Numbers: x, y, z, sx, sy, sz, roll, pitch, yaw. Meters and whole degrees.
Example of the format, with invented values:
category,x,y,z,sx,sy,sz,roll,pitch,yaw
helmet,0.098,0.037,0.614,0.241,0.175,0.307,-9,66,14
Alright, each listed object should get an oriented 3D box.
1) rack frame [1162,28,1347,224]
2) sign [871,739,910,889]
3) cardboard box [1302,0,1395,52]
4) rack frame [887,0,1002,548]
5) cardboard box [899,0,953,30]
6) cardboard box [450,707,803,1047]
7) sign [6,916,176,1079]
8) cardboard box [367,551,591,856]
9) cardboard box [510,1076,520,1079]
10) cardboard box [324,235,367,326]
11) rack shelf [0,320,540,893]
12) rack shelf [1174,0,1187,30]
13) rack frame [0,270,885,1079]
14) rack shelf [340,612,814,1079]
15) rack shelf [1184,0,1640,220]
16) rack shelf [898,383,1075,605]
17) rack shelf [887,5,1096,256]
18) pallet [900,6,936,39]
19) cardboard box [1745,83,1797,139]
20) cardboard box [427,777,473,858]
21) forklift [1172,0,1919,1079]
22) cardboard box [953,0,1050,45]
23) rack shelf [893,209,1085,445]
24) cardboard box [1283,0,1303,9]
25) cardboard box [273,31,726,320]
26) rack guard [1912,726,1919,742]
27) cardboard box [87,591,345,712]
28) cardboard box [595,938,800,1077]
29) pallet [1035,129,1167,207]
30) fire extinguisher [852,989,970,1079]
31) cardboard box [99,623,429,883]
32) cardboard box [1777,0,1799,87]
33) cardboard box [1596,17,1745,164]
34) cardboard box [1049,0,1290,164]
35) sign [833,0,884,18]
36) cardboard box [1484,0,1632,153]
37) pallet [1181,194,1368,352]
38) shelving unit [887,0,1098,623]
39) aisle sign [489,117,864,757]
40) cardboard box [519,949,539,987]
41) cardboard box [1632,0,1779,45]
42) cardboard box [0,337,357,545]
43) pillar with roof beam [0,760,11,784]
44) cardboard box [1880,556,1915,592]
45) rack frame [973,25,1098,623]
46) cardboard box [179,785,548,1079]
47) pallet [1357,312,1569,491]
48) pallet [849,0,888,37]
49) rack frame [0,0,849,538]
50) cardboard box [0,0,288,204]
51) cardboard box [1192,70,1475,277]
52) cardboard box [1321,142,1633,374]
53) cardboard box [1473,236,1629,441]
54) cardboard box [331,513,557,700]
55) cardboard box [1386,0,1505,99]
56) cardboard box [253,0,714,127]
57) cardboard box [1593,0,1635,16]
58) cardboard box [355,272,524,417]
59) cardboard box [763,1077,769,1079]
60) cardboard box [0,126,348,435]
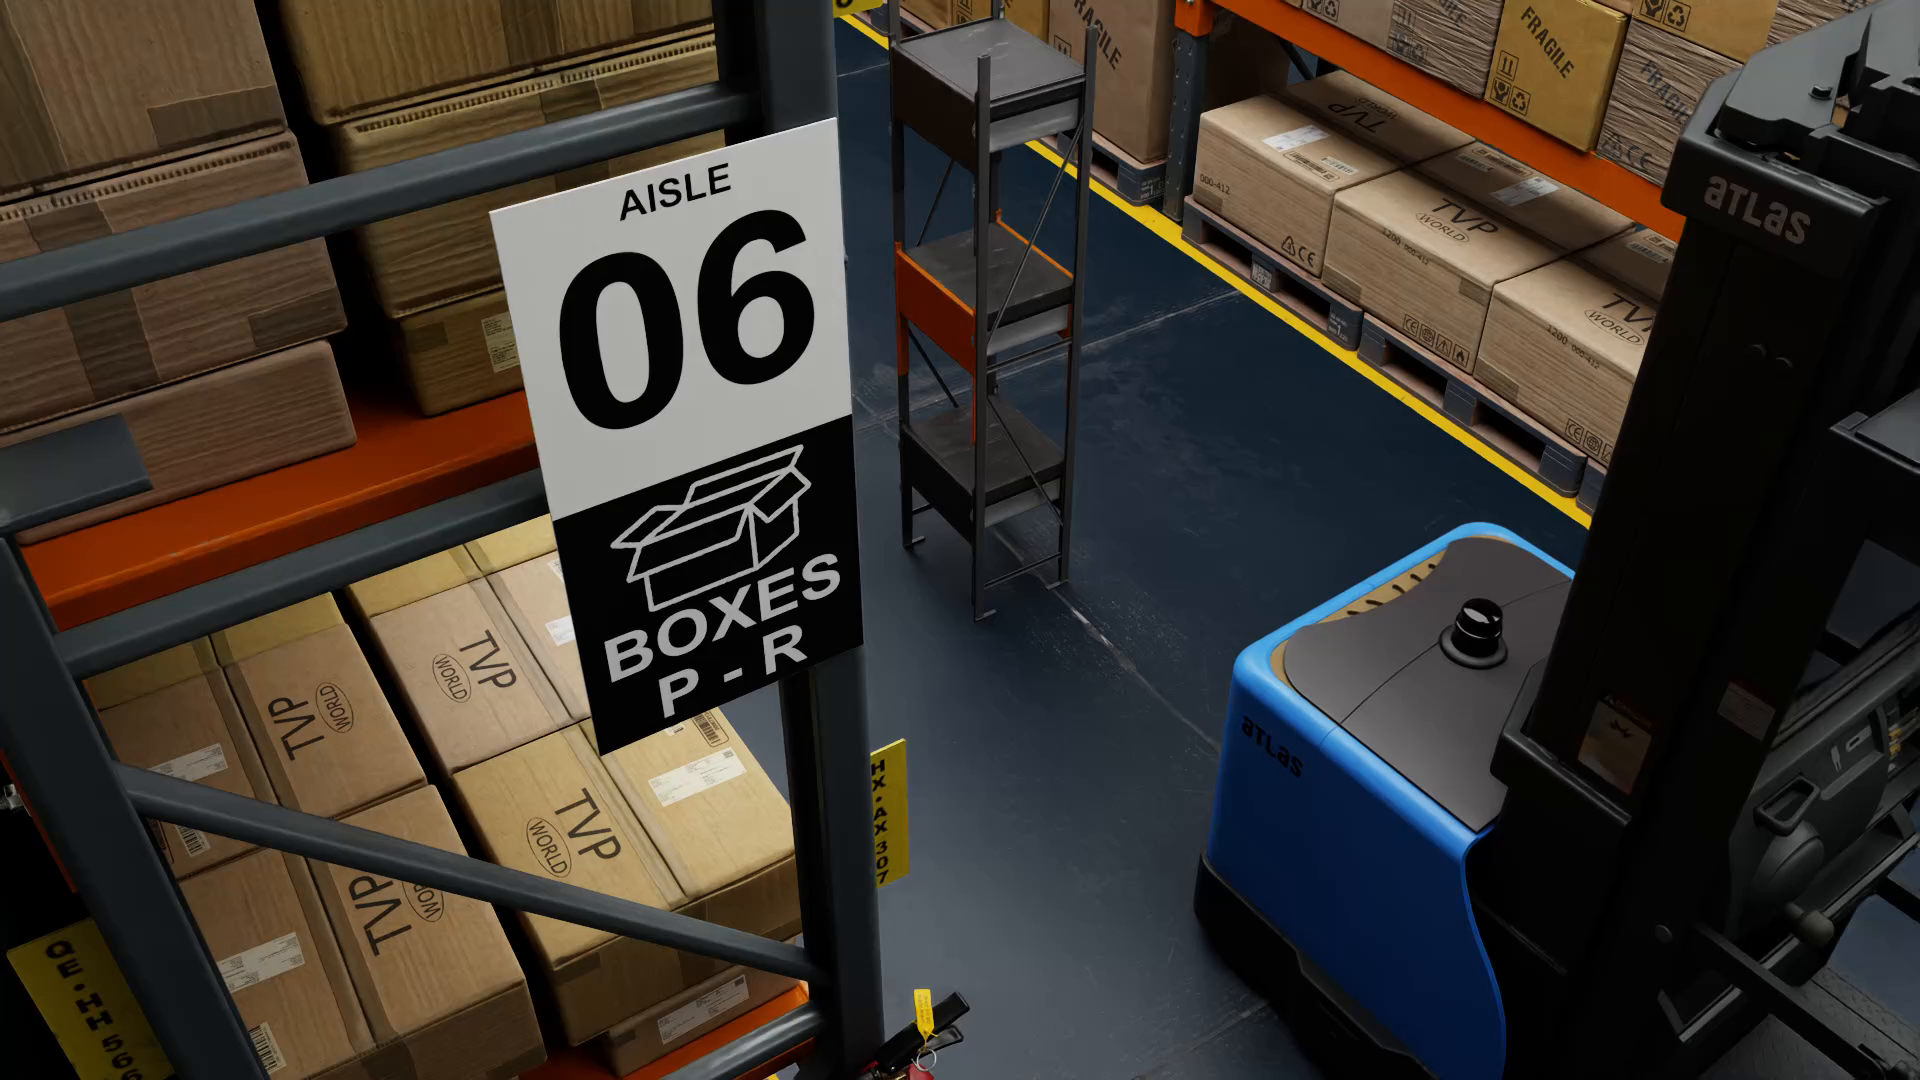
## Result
category,x,y,z,sx,sy,sz,roll,pitch,yaw
rack frame,1.447,-2.897,7.383,1.000,3.000,0.127,-22,45,-24
sign,-0.128,0.453,2.687,0.100,0.325,0.005,-22,45,-24
cardboard box,1.745,-2.319,6.612,0.500,0.500,0.500,-22,45,-24
rack frame,-0.042,-0.849,5.629,0.400,2.100,0.015,-22,45,-24
cardboard box,0.073,-3.517,9.459,0.875,0.875,0.875,-22,44,-24
cardboard box,-0.602,0.578,3.098,0.500,0.250,0.500,-22,45,-24
sign,-1.064,0.587,2.051,0.100,0.325,0.005,-22,45,-24
cardboard box,-0.874,0.306,3.424,0.500,0.250,0.500,-22,44,-24
cardboard box,-0.990,0.983,2.924,0.380,0.149,0.250,-23,45,-25
cardboard box,-0.724,-0.468,2.321,0.380,0.149,0.250,-21,44,-24
rack shelf,-1.661,-0.983,3.305,1.077,0.370,4.000,-22,45,-24
rack shelf,0.371,-3.700,8.909,1.077,0.370,4.000,-22,45,-24
rack frame,-0.586,0.973,2.740,1.000,3.000,0.127,-22,45,-24
rack shelf,-1.661,0.170,4.265,1.077,0.370,4.000,-22,45,-24
rack shelf,2.522,-1.541,6.318,1.077,0.370,4.000,-22,45,-24
rack shelf,0.089,-0.169,5.927,0.431,0.518,0.480,-22,45,-24
rack shelf,0.089,-1.245,5.031,0.431,0.518,0.480,-22,45,-24
pallet,0.308,-2.875,9.536,1.003,0.211,1.213,-22,45,-24
cardboard box,2.858,-1.222,5.295,0.500,0.500,0.500,-23,45,-25
cardboard box,-0.877,0.546,3.448,0.380,0.149,0.250,-23,45,-25
forklift,1.907,0.518,3.338,1.130,2.935,3.031,-25,46,-27
cardboard box,0.554,-3.034,8.880,0.875,0.875,0.875,-21,44,-23
rack shelf,0.089,-0.707,5.479,0.431,0.518,0.480,-22,45,-24
cardboard box,1.478,-2.592,6.939,0.500,0.500,0.500,-21,44,-23
cardboard box,-0.594,-0.570,2.132,0.500,0.250,0.500,-23,45,-25
rack guard,3.610,0.235,5.577,1.175,0.500,0.348,-22,45,-24
cardboard box,-1.595,0.211,3.538,0.500,0.250,0.500,-21,44,-23
cardboard box,-0.531,0.797,3.146,0.380,0.149,0.250,-23,45,-25
pallet,0.968,-2.216,8.745,1.003,0.211,1.213,-22,45,-24
fire extinguisher,-0.117,1.066,2.979,0.296,0.674,0.183,-22,45,-24
cardboard box,-1.333,0.480,3.215,0.500,0.250,0.500,-22,45,-24
cardboard box,2.832,-1.611,4.981,0.500,0.500,0.500,-22,45,-24
cardboard box,2.573,-1.496,5.624,0.500,0.500,0.500,-21,44,-23
cardboard box,1.046,-2.549,8.298,0.875,0.875,0.875,-21,44,-23
sign,-0.128,-0.702,1.724,0.100,0.325,0.005,-22,45,-24
cardboard box,2.284,-1.770,5.953,0.500,0.500,0.500,-21,44,-23
pallet,1.790,-1.388,7.751,1.003,0.211,1.213,-22,45,-24
shelving unit,0.089,-0.717,5.471,0.431,2.100,0.503,-22,45,-24
aisle sign,-0.301,-0.090,1.985,0.394,0.787,0.004,-22,45,-24
cardboard box,-0.707,0.676,3.292,0.380,0.149,0.250,-21,44,-23
cardboard box,2.569,-1.879,5.302,0.500,0.500,0.500,-22,45,-25
cardboard box,-0.953,-0.176,1.972,0.380,0.149,0.250,-21,44,-23
pillar with roof beam,0.508,-4.287,4.365,9.100,9.000,0.400,-22,45,-24
cardboard box,3.158,-0.237,5.864,0.875,0.438,0.875,-24,45,-26
rack frame,0.220,-0.586,5.313,0.400,2.100,0.015,-22,45,-24
cardboard box,-1.057,0.759,2.881,0.500,0.250,0.500,-21,44,-23
pallet,2.450,-0.729,6.960,1.003,0.211,1.213,-22,45,-24
pallet,-0.344,-3.533,10.325,1.003,0.211,1.213,-22,45,-24
rack frame,-0.586,-1.332,0.819,1.000,3.000,0.127,-22,45,-24
cardboard box,-1.060,-0.572,1.745,0.500,0.250,0.500,-23,45,-26
cardboard box,1.694,-1.698,7.618,0.875,0.438,0.875,-23,45,-25
cardboard box,2.176,-1.215,7.038,0.875,0.438,0.875,-24,45,-26
cardboard box,2.659,-0.728,6.454,0.875,0.438,0.875,-21,44,-23
cardboard box,-1.149,0.034,3.751,0.500,0.250,0.500,-23,45,-25
cardboard box,2.007,-2.048,6.287,0.500,0.500,0.500,-22,45,-24
cardboard box,-0.612,-0.754,1.963,0.500,0.250,0.500,-23,45,-25
cardboard box,2.300,-2.151,5.629,0.500,0.500,0.500,-23,45,-25
cardboard box,-0.561,-0.335,2.162,0.380,0.149,0.250,-21,44,-24
cardboard box,-0.835,1.408,3.840,0.797,0.503,0.637,-24,45,-26
cardboard box,-1.054,-0.383,1.908,0.500,0.250,0.500,-23,45,-25
